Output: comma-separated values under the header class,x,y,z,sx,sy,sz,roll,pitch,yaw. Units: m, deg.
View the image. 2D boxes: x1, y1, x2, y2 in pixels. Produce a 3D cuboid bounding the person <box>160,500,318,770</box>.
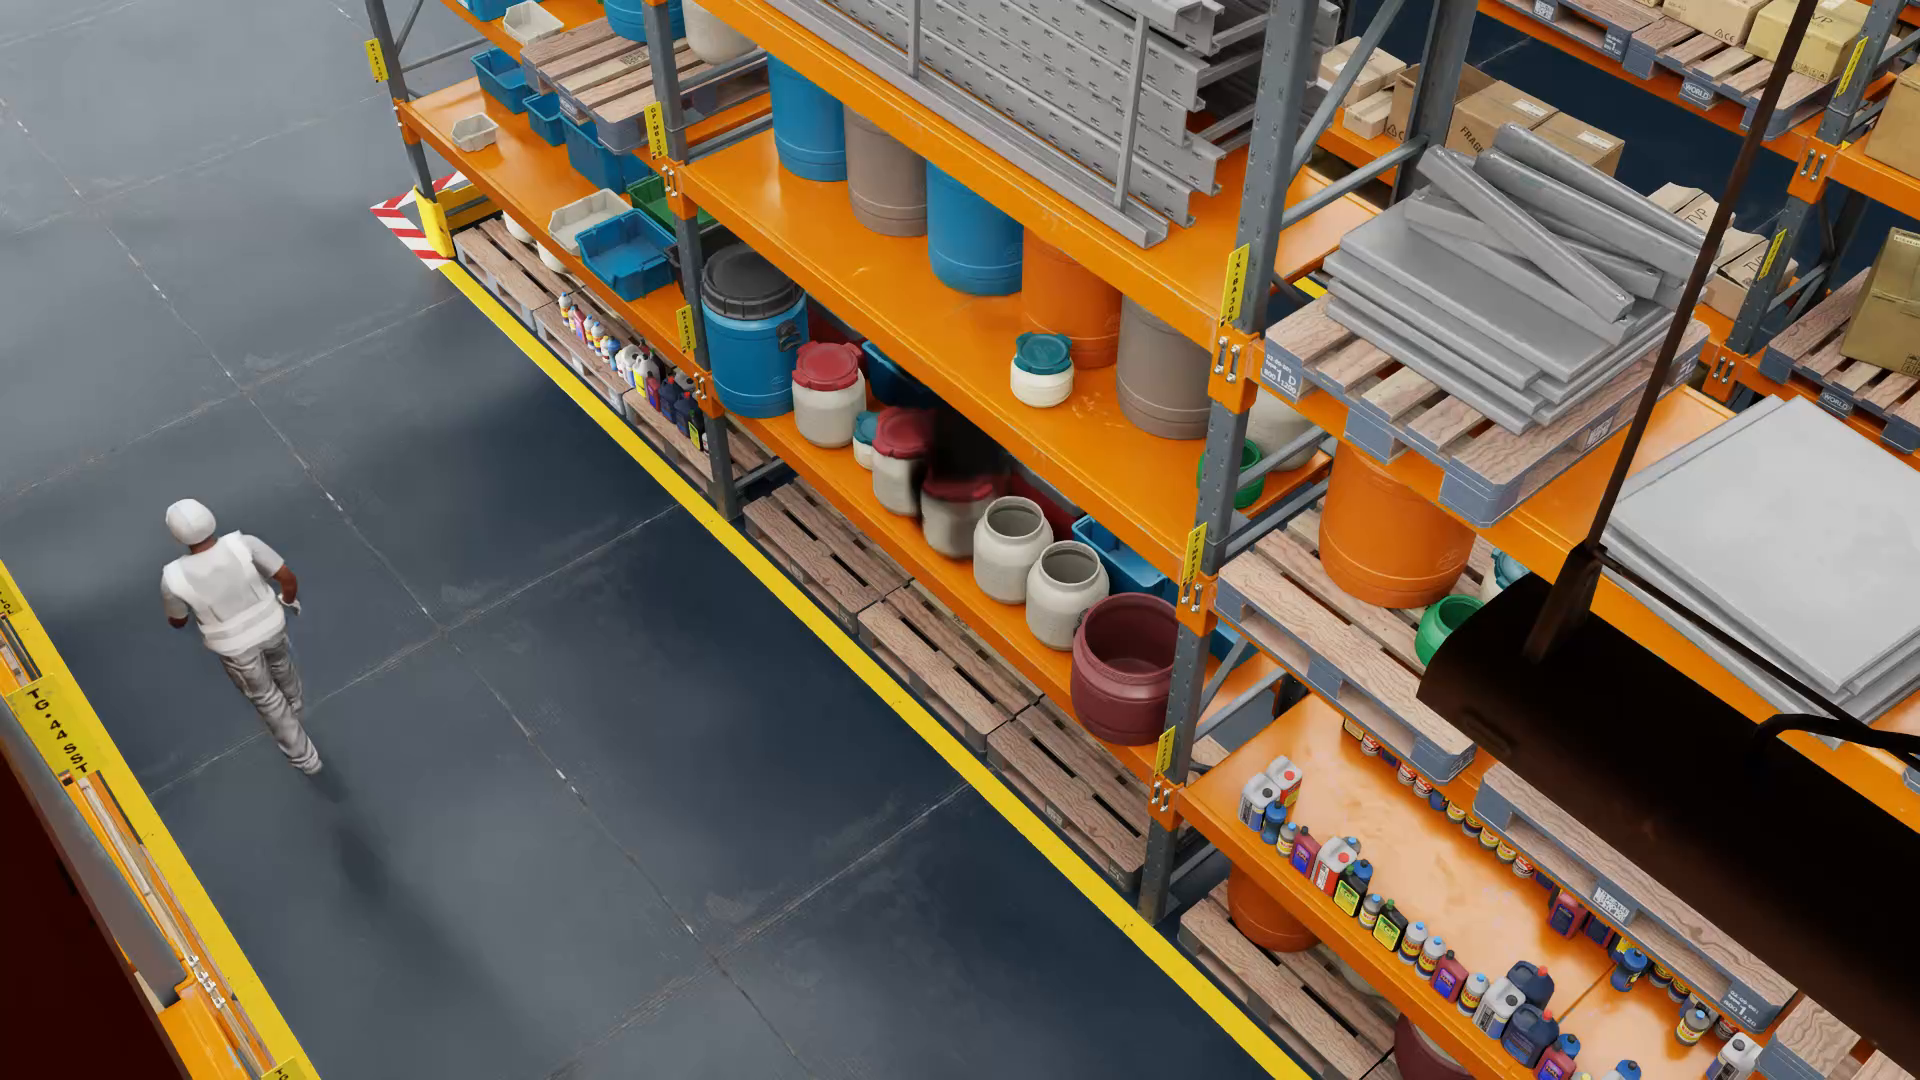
class,x,y,z,sx,sy,sz,roll,pitch,yaw
person,-3.764,0.503,8.797,0.687,1.708,0.596,35,56,29
